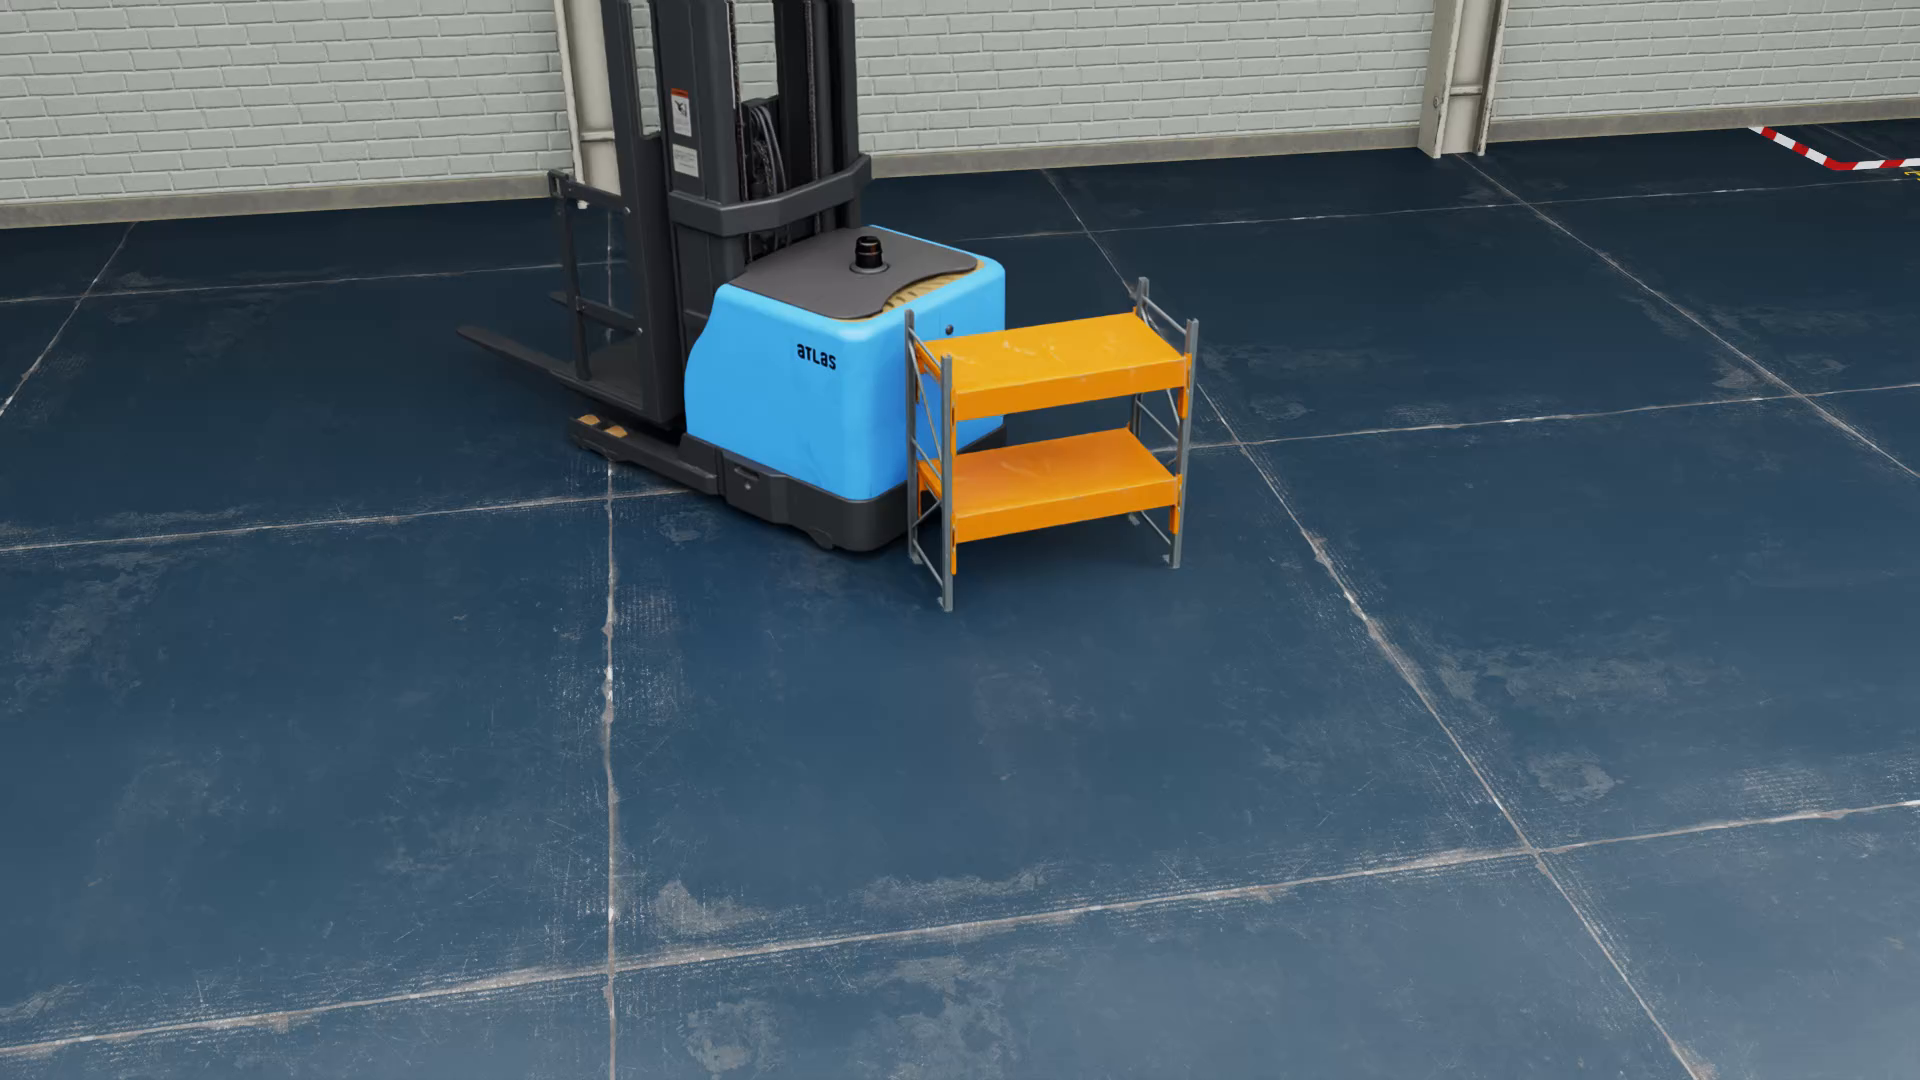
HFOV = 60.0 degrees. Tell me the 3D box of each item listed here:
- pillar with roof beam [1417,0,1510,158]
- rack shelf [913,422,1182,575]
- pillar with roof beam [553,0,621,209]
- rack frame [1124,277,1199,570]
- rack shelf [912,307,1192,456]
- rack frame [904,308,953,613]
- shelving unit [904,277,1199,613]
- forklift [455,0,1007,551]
[{"bbox_3d":[4.328,-4.559,6.125,0.400,9.000,9.100,-5,31,-9],"label":"pillar with roof beam"},{"bbox_3d":[0.354,-0.186,6.938,1.000,0.278,0.538,-10,32,-17],"label":"rack shelf"},{"bbox_3d":[-1.574,-4.011,5.193,0.400,9.000,9.100,-5,31,-9],"label":"pillar with roof beam"},{"bbox_3d":[0.833,-0.482,6.960,0.032,1.125,0.500,-10,32,-17],"label":"rack frame"},{"bbox_3d":[0.354,-0.649,6.666,1.000,0.278,0.538,-10,32,-17],"label":"rack shelf"},{"bbox_3d":[-0.126,-0.311,6.669,0.032,1.125,0.500,-10,32,-17],"label":"rack frame"},{"bbox_3d":[0.354,-0.396,6.814,1.048,1.125,0.538,-10,32,-17],"label":"shelving unit"},{"bbox_3d":[-1.251,-1.820,7.453,3.031,2.935,1.130,22,37,33],"label":"forklift"}]
